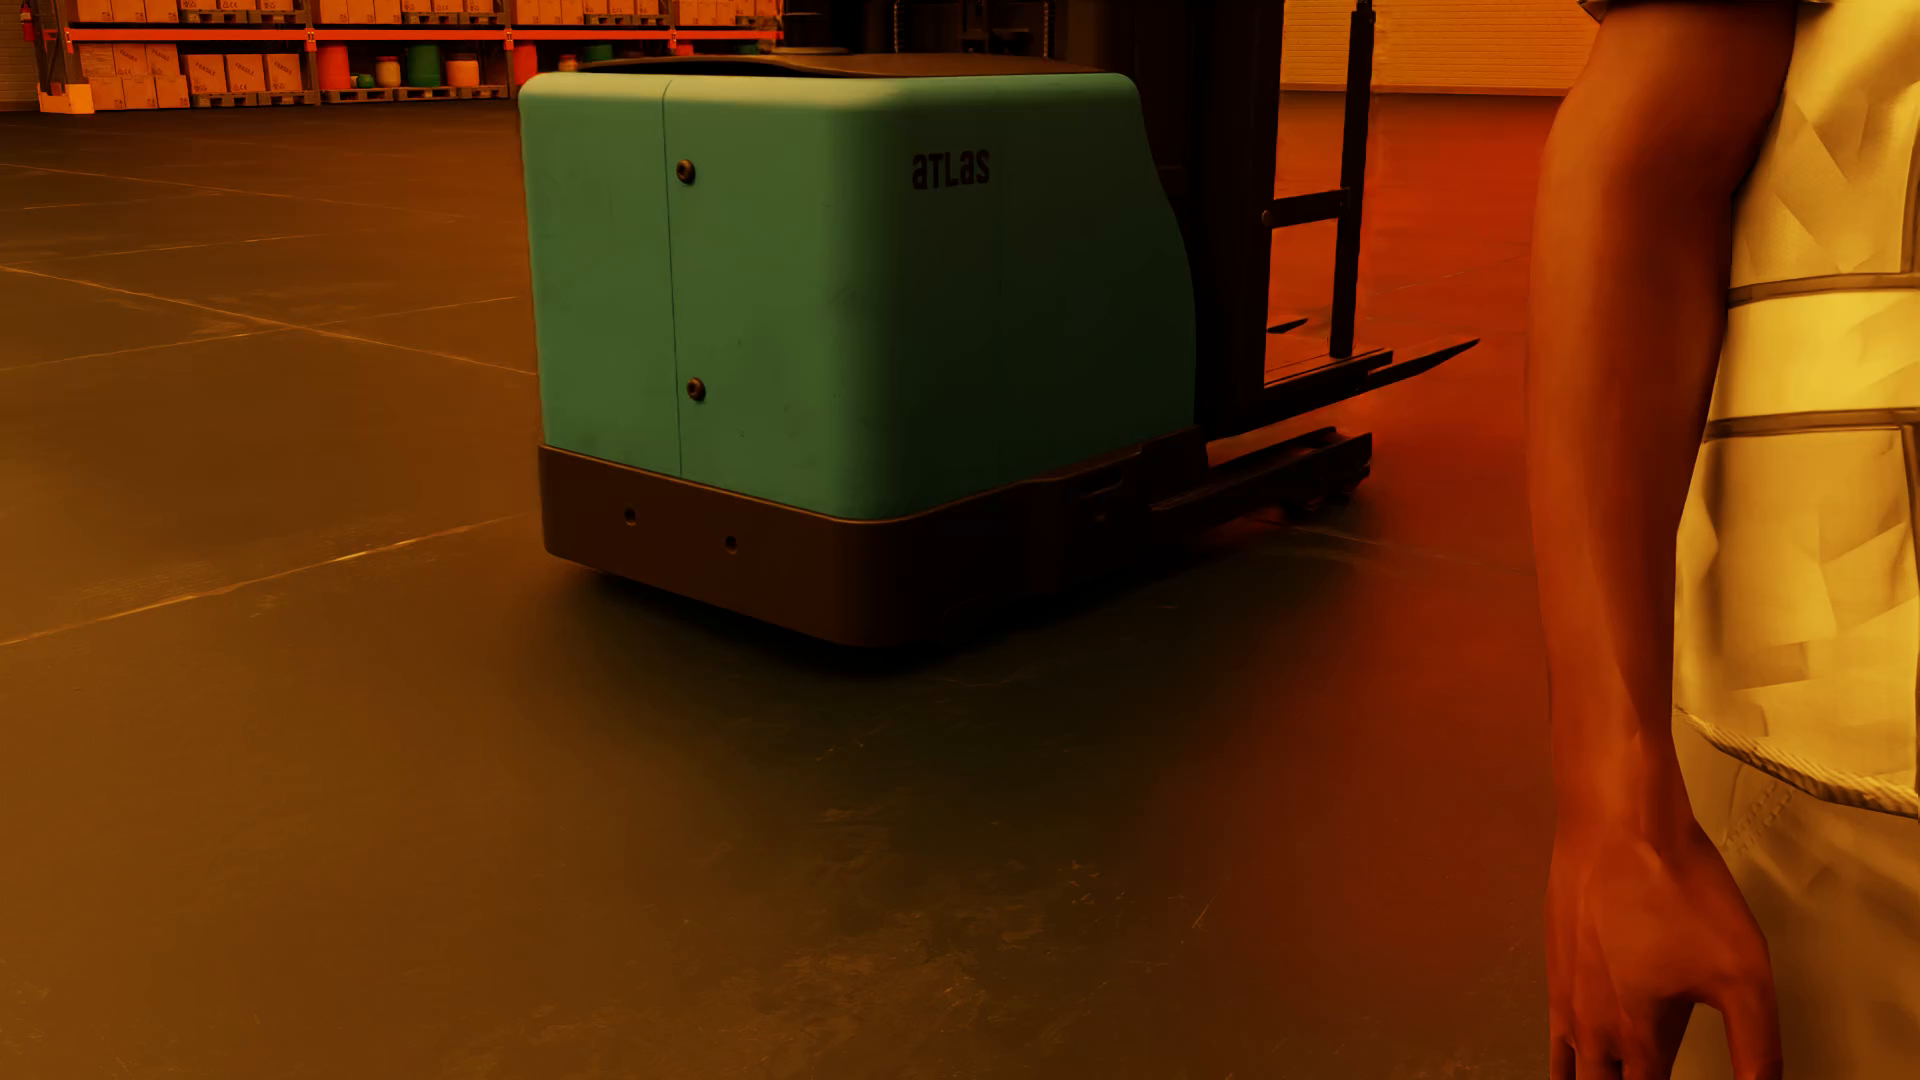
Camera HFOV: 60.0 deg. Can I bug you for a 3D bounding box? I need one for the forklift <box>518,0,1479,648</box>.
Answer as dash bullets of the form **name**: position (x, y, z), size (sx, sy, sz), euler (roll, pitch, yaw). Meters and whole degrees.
- **forklift**: position (0.422, -1.557, 4.026), size (1.130, 2.935, 3.031), euler (14, 22, 38)
